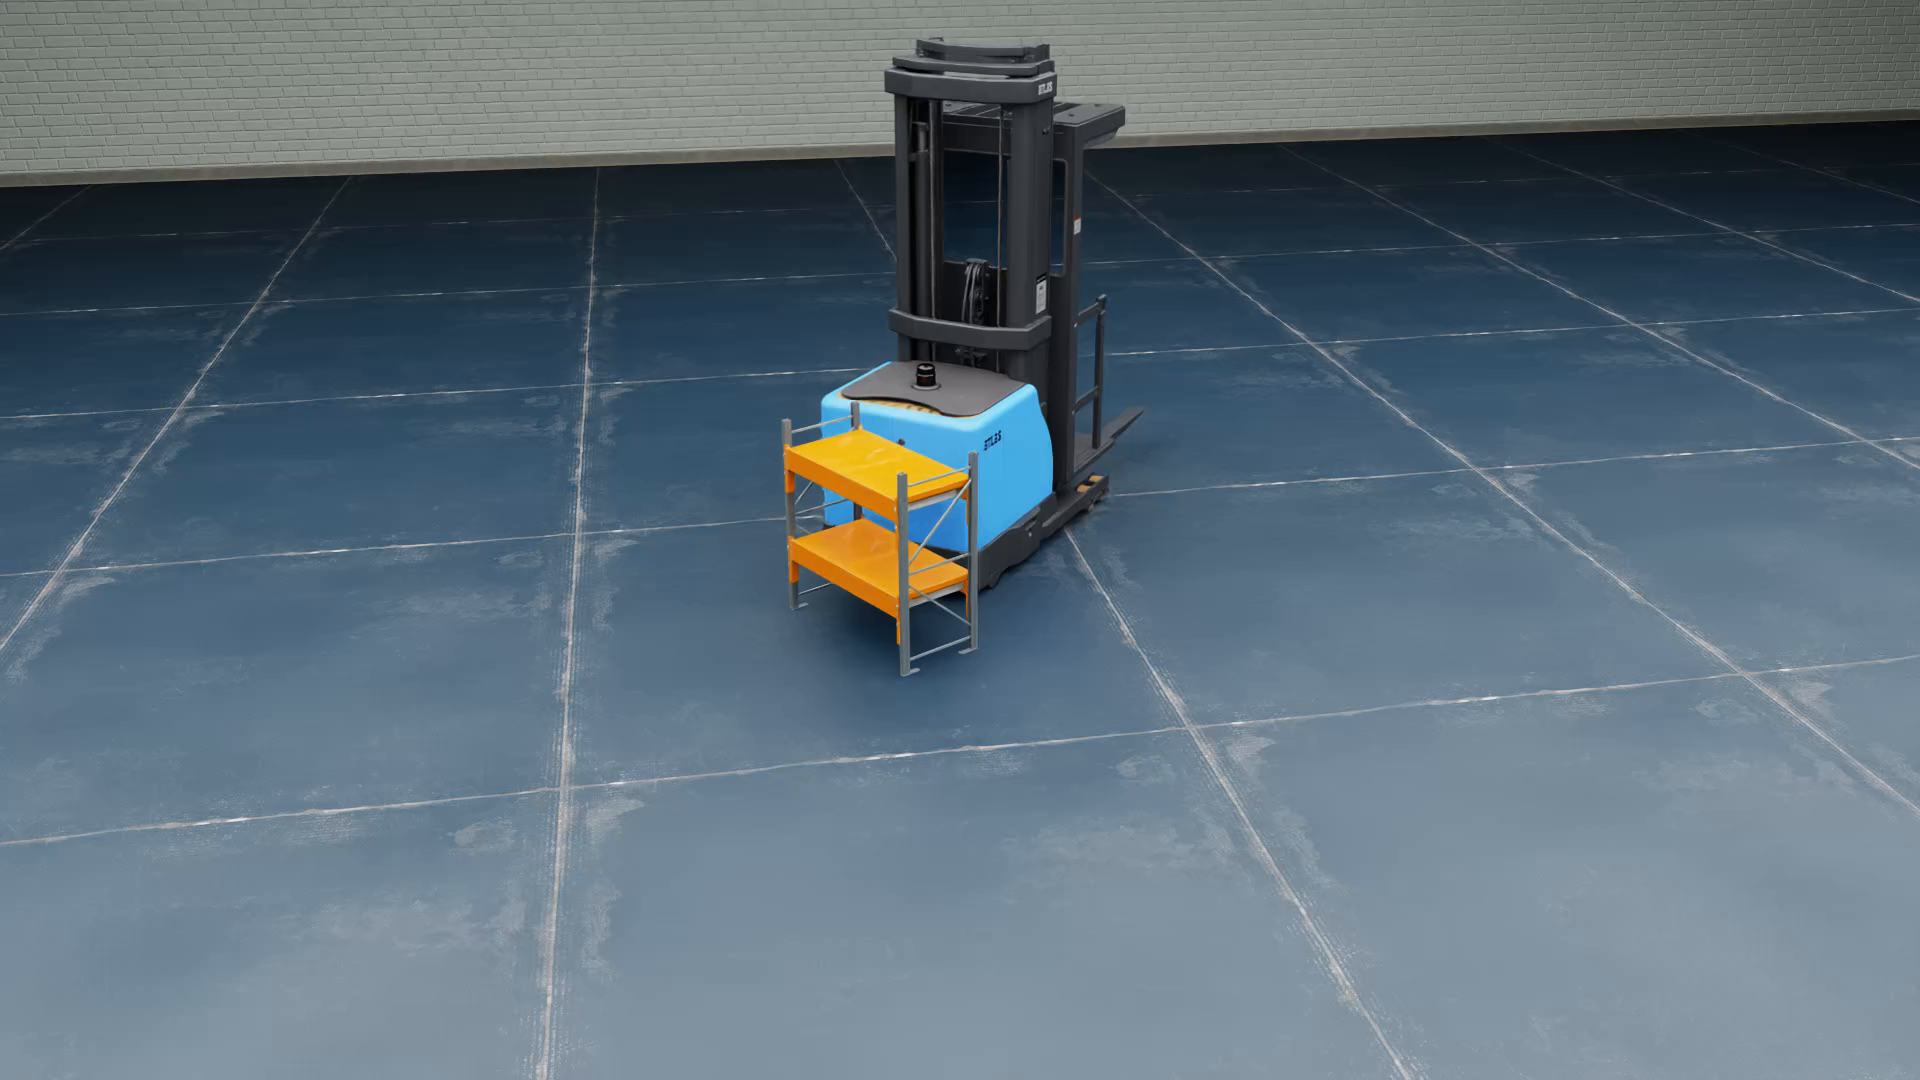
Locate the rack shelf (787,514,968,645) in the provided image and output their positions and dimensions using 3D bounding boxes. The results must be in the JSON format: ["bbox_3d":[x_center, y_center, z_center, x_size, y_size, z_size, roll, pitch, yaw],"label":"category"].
[{"bbox_3d":[-0.433,0.195,9.010,0.538,0.278,1.000,-18,30,-36],"label":"rack shelf"}]

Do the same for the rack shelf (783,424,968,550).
[{"bbox_3d":[-0.433,-0.298,8.795,0.538,0.278,1.000,-18,30,-36],"label":"rack shelf"}]

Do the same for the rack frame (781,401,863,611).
[{"bbox_3d":[-0.756,-0.186,9.271,0.500,1.125,0.032,-18,30,-36],"label":"rack frame"}]

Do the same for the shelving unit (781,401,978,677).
[{"bbox_3d":[-0.433,-0.029,8.912,0.538,1.125,1.048,-18,30,-36],"label":"shelving unit"}]

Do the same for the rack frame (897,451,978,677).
[{"bbox_3d":[-0.109,0.128,8.553,0.500,1.125,0.032,-18,30,-36],"label":"rack frame"}]

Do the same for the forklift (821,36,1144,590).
[{"bbox_3d":[0.317,-1.604,10.261,1.130,2.935,3.031,12,26,25],"label":"forklift"}]
